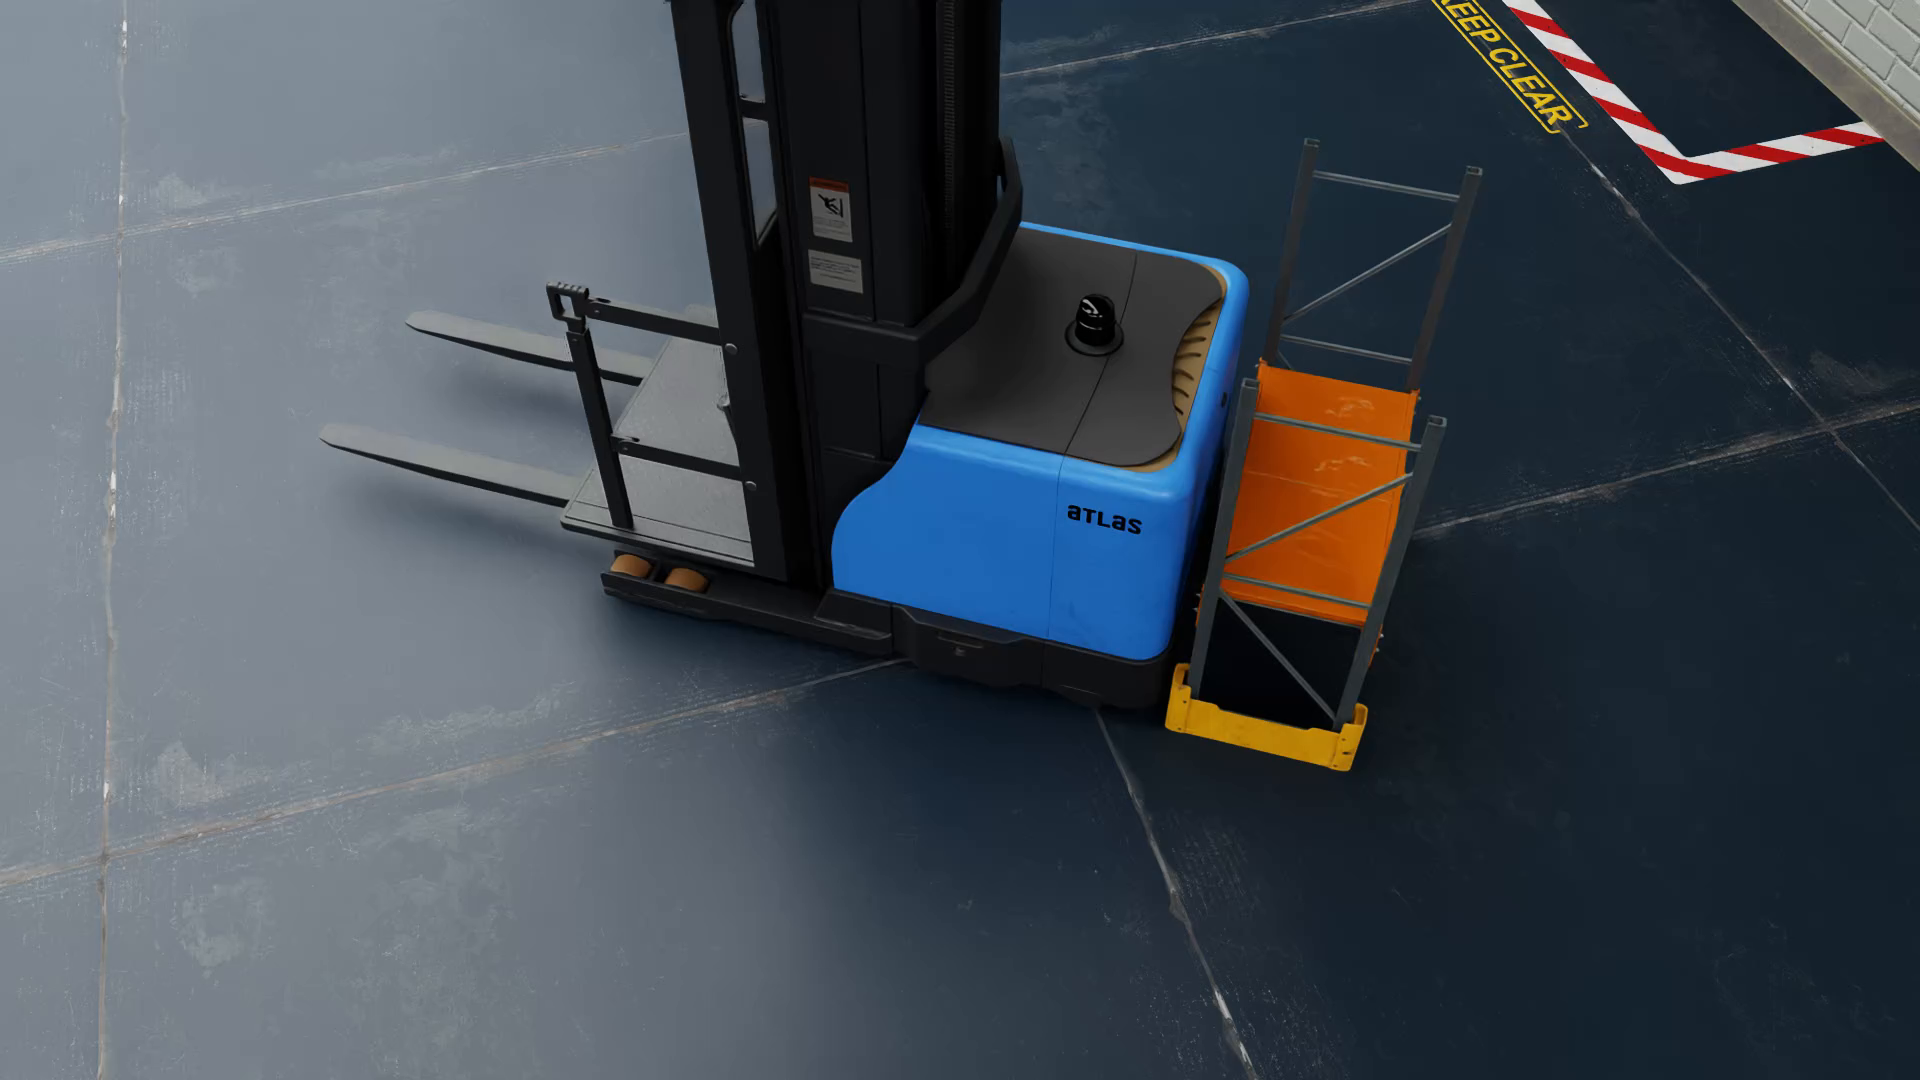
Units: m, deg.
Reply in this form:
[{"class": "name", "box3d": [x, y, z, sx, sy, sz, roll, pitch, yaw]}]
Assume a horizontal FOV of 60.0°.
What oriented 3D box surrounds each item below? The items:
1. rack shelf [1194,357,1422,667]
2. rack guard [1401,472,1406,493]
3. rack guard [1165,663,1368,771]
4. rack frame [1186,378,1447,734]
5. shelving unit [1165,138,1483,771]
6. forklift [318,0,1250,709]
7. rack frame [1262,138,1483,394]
[{"class": "rack shelf", "box3d": [1.079, -0.113, 5.098, 0.538, 0.185, 1.000, 13, 51, 10]}, {"class": "rack guard", "box3d": [1.214, -0.185, 5.741, 0.587, 0.250, 0.087, 13, 51, 10]}, {"class": "rack guard", "box3d": [0.936, 0.546, 5.125, 0.587, 0.250, 0.087, 13, 51, 10]}, {"class": "rack frame", "box3d": [0.937, 0.145, 4.646, 0.500, 1.500, 0.032, 13, 51, 10]}, {"class": "shelving unit", "box3d": [1.077, -0.222, 4.955, 0.587, 1.500, 1.083, 13, 51, 10]}, {"class": "forklift", "box3d": [-0.680, -1.067, 4.733, 3.031, 2.935, 1.130, 13, 51, 11]}, {"class": "rack frame", "box3d": [1.221, -0.602, 5.275, 0.500, 1.500, 0.032, 13, 51, 10]}]
